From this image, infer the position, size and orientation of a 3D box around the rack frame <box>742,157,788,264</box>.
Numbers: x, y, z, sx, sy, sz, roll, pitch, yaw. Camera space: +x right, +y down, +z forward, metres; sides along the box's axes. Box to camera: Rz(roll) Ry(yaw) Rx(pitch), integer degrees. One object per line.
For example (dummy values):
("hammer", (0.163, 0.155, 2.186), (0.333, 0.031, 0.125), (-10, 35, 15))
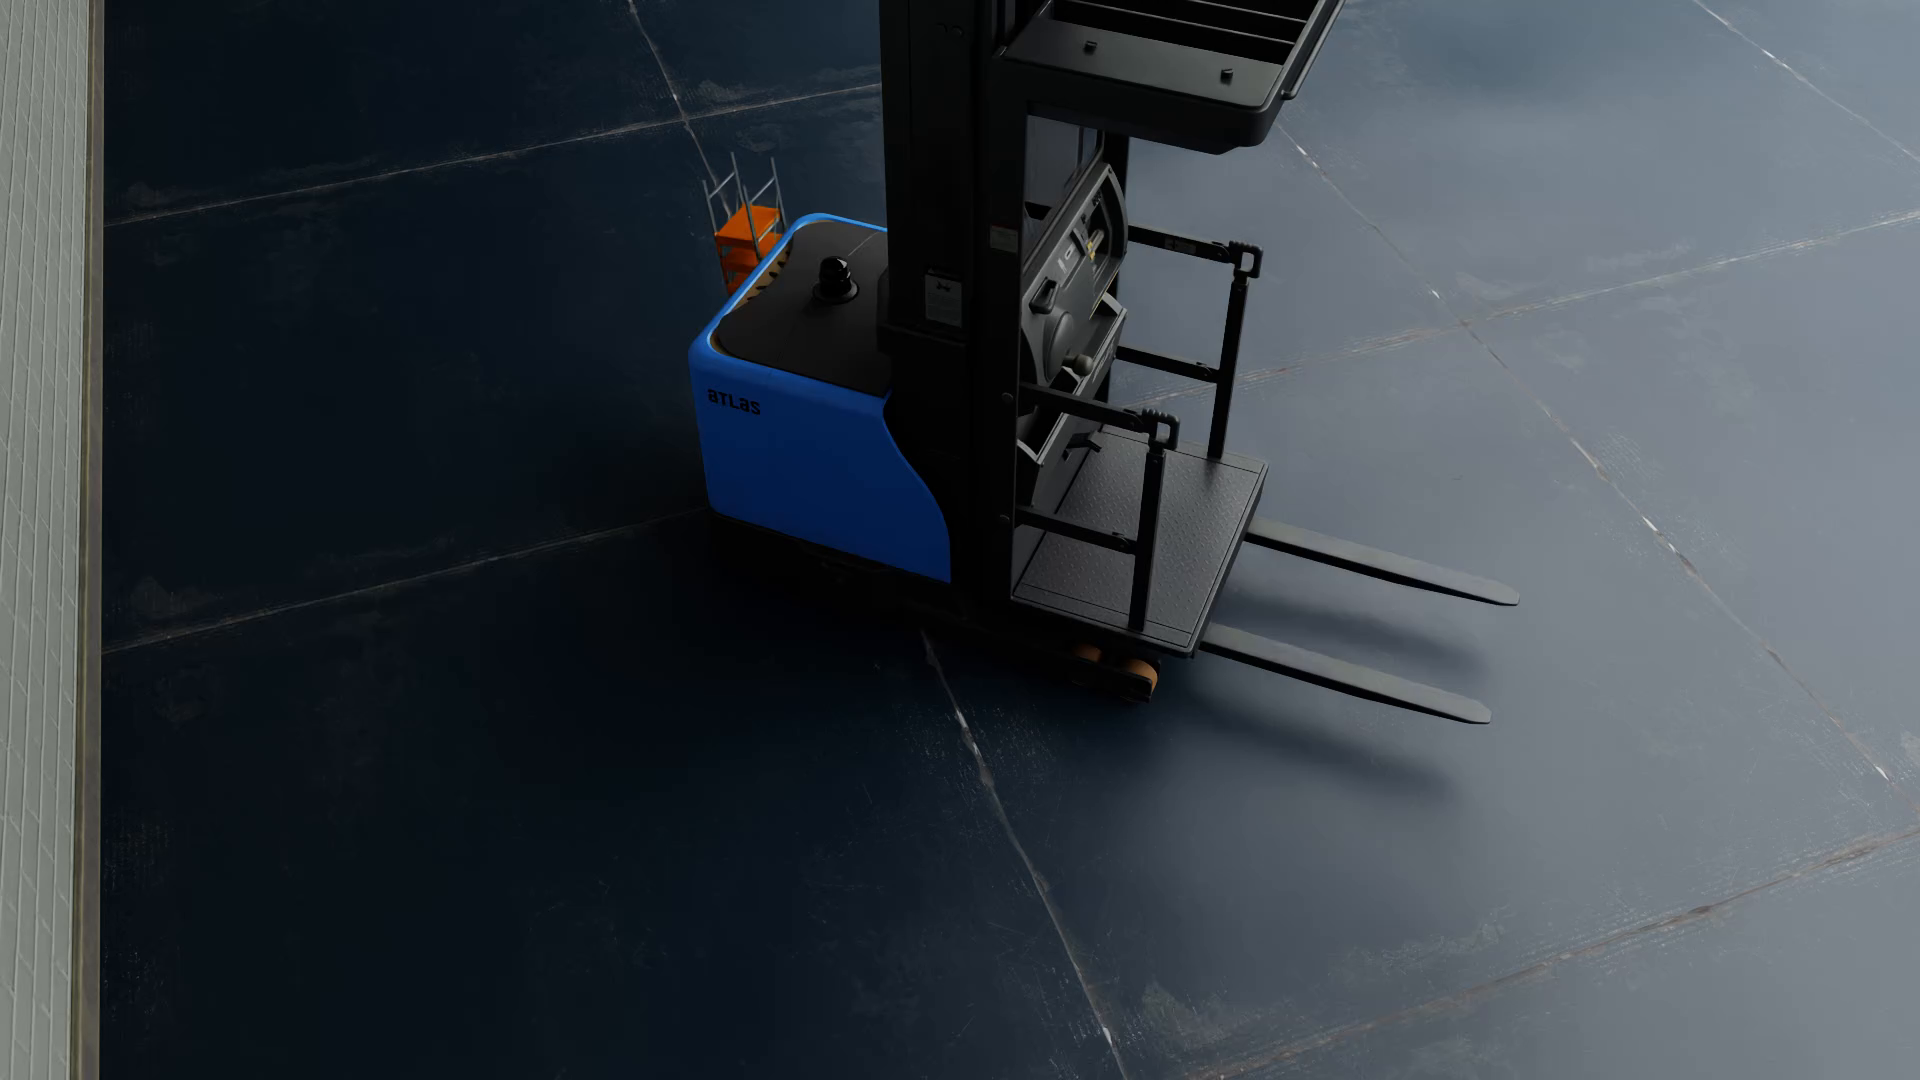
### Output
("rack frame", (-0.725, -0.989, 6.865), (0.006, 1.200, 0.240), (13, 46, 21))

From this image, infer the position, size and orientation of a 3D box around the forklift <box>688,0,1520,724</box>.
("forklift", (0.575, -0.866, 5.544), (3.031, 2.935, 1.130), (16, 47, 16))

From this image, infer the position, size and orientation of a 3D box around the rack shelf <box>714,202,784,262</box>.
("rack shelf", (-0.841, -1.240, 6.686), (0.180, 0.103, 0.258), (13, 46, 21))

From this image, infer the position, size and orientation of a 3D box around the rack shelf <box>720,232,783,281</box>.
("rack shelf", (-0.828, -1.152, 6.767), (0.180, 0.103, 0.258), (13, 46, 21))

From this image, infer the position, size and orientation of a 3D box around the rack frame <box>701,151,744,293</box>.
("rack frame", (-0.891, -1.028, 6.931), (0.006, 1.200, 0.240), (13, 46, 21))

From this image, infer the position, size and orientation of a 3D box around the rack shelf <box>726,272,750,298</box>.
("rack shelf", (-0.816, -1.064, 6.847), (0.180, 0.103, 0.258), (13, 46, 21))

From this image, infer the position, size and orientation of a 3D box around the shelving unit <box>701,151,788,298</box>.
("shelving unit", (-0.808, -1.008, 6.898), (0.189, 1.200, 0.258), (13, 46, 21))
